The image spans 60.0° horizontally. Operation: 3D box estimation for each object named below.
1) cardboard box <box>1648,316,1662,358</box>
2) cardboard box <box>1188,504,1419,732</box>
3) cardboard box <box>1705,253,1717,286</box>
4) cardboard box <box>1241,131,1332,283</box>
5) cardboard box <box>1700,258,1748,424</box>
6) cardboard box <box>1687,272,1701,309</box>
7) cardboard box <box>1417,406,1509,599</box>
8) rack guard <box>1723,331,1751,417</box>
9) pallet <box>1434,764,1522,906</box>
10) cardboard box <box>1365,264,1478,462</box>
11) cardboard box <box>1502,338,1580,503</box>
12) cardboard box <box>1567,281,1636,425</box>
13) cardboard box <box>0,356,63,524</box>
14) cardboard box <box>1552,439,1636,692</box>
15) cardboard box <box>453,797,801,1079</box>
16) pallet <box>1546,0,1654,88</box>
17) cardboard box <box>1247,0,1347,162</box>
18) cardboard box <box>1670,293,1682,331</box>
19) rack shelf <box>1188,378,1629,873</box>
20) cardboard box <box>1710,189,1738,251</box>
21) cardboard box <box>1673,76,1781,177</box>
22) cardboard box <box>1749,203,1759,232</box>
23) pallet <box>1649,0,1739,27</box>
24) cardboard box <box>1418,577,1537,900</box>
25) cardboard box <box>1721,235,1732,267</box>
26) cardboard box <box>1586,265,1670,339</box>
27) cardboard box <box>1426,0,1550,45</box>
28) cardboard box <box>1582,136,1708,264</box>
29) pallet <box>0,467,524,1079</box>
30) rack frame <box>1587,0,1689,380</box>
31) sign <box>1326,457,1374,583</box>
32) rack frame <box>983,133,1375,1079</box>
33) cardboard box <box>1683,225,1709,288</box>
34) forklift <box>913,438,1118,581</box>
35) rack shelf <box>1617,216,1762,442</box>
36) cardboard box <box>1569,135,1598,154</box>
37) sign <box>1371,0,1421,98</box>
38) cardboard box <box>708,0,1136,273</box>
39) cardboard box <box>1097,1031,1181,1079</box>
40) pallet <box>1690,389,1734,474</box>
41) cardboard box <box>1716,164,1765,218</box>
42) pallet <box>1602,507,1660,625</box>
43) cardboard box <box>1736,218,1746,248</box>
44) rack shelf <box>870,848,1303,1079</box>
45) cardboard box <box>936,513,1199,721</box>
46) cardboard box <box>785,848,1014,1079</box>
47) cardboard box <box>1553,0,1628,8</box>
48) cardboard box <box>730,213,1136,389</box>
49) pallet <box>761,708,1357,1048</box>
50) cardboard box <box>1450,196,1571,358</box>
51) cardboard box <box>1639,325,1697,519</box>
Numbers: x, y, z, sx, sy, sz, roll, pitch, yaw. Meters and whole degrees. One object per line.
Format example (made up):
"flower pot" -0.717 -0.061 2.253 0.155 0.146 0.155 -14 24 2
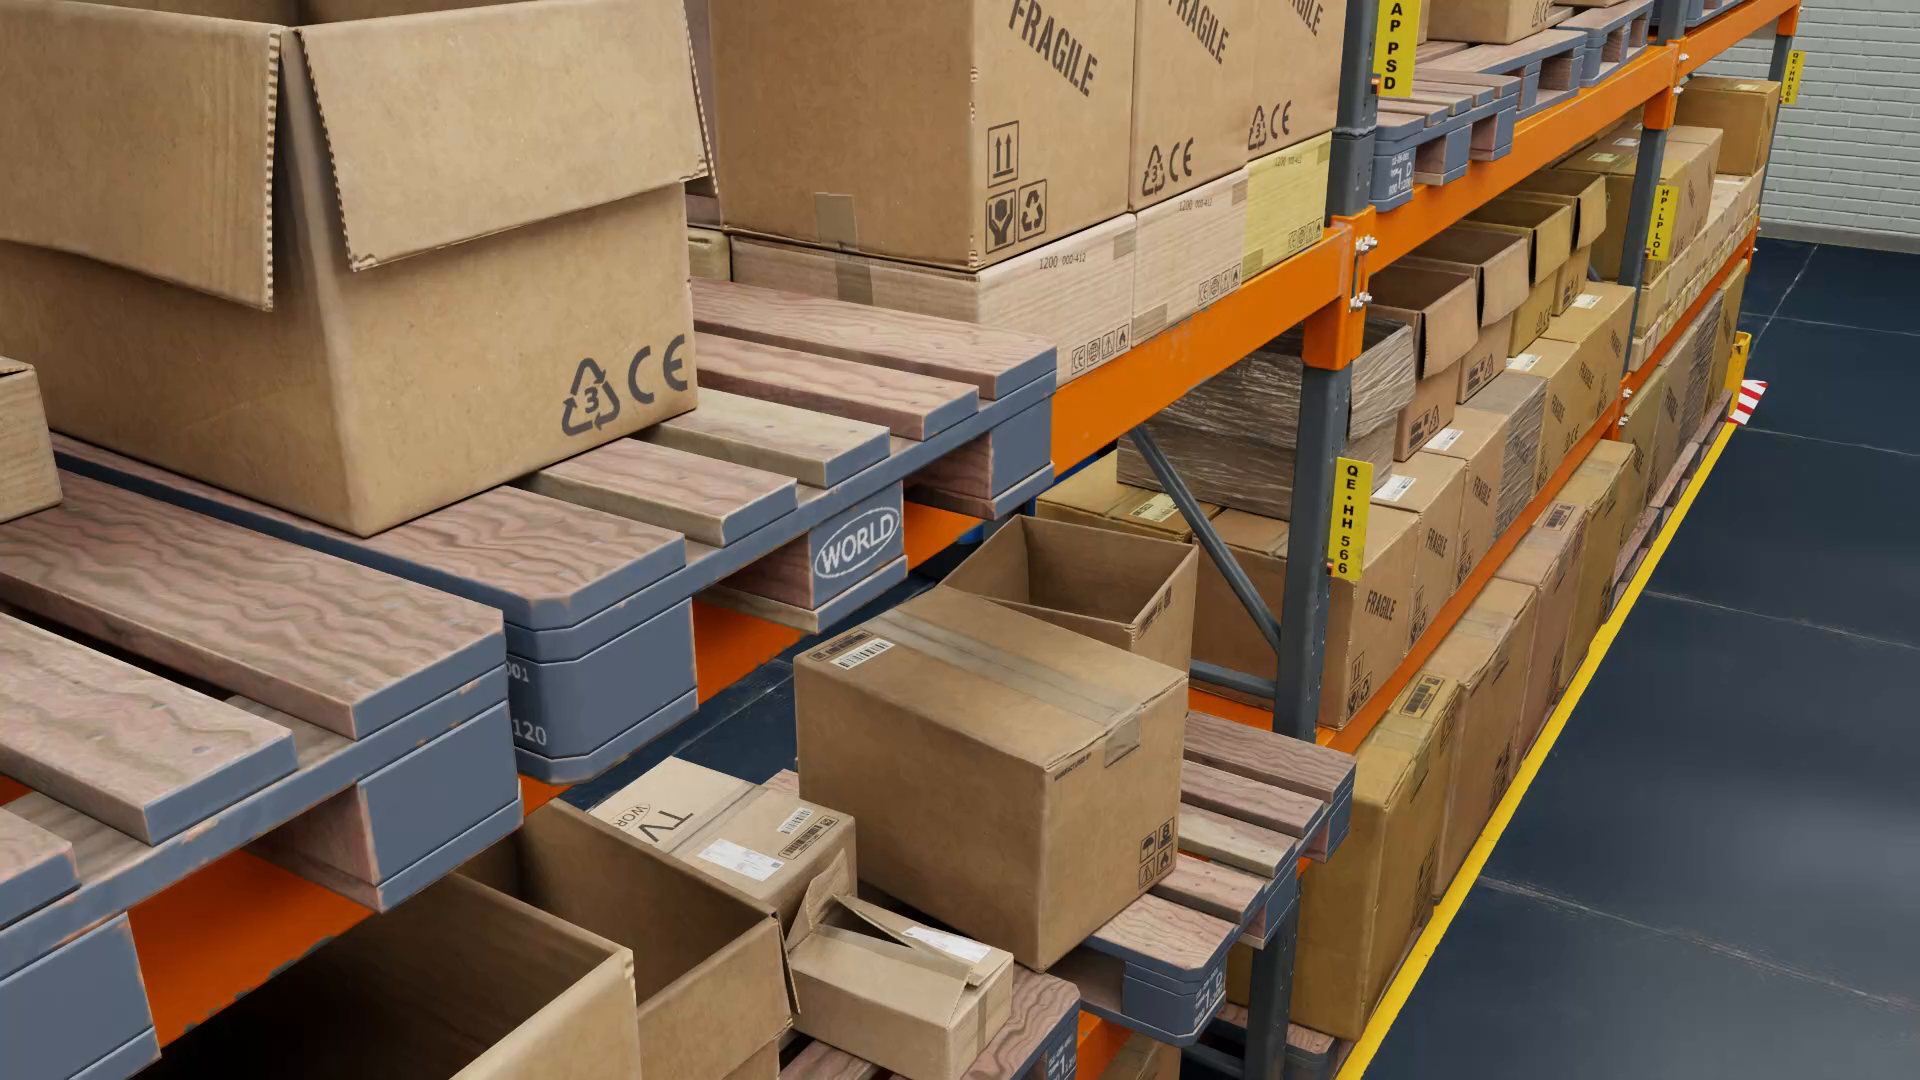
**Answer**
"cardboard box" 3.209 -1.019 8.145 0.380 0.149 0.250 13 27 27
"cardboard box" 1.009 0.182 4.929 0.500 0.500 0.500 15 27 30
"cardboard box" 4.027 -1.545 9.360 0.380 0.149 0.250 14 27 30
"cardboard box" 0.479 -0.761 3.646 0.500 0.250 0.500 14 27 29
"cardboard box" 4.472 -1.351 10.740 0.875 0.875 0.875 14 27 29
"cardboard box" 3.753 -1.368 8.951 0.380 0.149 0.250 14 27 30
"cardboard box" 1.547 -0.167 5.733 0.500 0.500 0.500 13 27 28
"rack guard" 4.754 -1.227 11.454 1.175 0.500 0.348 14 27 29
"pallet" 1.646 0.954 6.781 1.003 0.211 1.213 14 27 29
"cardboard box" 1.267 -0.635 5.552 0.797 0.503 0.637 15 27 30
"cardboard box" 2.080 -0.503 6.510 0.500 0.500 0.500 14 27 28
"cardboard box" 2.617 -0.846 7.304 0.500 0.500 0.500 14 27 29
"cardboard box" -1.177 -0.161 1.712 0.396 0.266 0.258 15 28 31
"cardboard box" 2.311 -0.013 7.650 1.225 0.875 0.875 14 27 29
"cardboard box" -0.752 0.840 2.875 0.797 0.503 0.637 17 29 34
"pallet" 2.190 -1.985 6.524 0.805 0.209 1.217 13 26 27
"cardboard box" 0.482 -1.104 3.494 0.500 0.500 0.500 15 27 30
"cardboard box" 3.484 -1.197 8.556 0.380 0.149 0.250 13 27 28
"rack shelf" 1.577 -0.010 6.404 1.077 0.370 4.000 14 27 29
"cardboard box" 4.175 -1.871 9.611 0.500 0.250 0.500 13 27 27
"cardboard box" 4.708 -2.558 10.254 0.500 0.500 0.500 14 27 30
"cardboard box" 4.833 -2.061 10.552 0.380 0.149 0.250 14 27 30
"pallet" 3.072 -2.625 7.875 1.003 0.211 1.213 14 27 29
"cardboard box" 1.380 0.589 6.260 1.225 0.875 0.875 14 27 29
"cardboard box" 4.296 -1.716 9.755 0.380 0.149 0.250 13 27 28
"cardboard box" 3.102 -1.187 8.031 0.500 0.250 0.500 13 27 28
"cardboard box" 1.581 -1.976 5.605 0.797 0.503 0.637 13 27 28
"cardboard box" 3.368 -1.700 8.272 0.500 0.500 0.500 14 27 29
"pallet" -1.172 0.208 1.454 1.213 0.211 1.003 14 27 29
"rack frame" 2.632 -1.016 7.820 1.000 3.000 0.127 14 27 29
"sign" 0.988 -0.050 4.232 0.100 0.325 0.005 14 27 29
"rack frame" 0.522 0.334 4.702 1.000 3.000 0.127 14 27 29
"cardboard box" 3.637 -1.530 8.822 0.500 0.250 0.500 15 27 30
"forklift" 0.683 -1.604 9.265 1.130 2.935 3.031 21 31 39
"rack shelf" 3.687 -1.360 9.523 1.077 0.370 4.000 14 27 29
"cardboard box" 2.915 -1.807 8.519 0.500 0.500 0.500 14 27 29
"sign" 0.982 -1.165 3.739 0.100 0.325 0.005 14 27 29
"cardboard box" -0.053 -0.765 2.710 0.500 0.500 0.500 14 27 30
"cardboard box" 0.185 1.510 4.579 0.700 0.500 0.500 12 26 26
"pallet" 4.386 -0.800 10.832 1.003 0.211 1.213 14 27 29
"cardboard box" 4.711 -2.214 10.403 0.500 0.250 0.500 13 27 28
"pallet" 3.099 0.024 8.929 1.003 0.211 1.213 14 27 29
"cardboard box" 4.564 -1.888 10.152 0.380 0.149 0.250 14 27 29
"rack shelf" -0.533 1.340 3.285 1.077 0.370 4.000 14 27 29
"cardboard box" 0.271 0.286 4.158 0.500 0.500 0.500 10 25 23
"cardboard box" -0.129 0.823 3.214 0.396 0.266 0.258 13 27 27
"cardboard box" 2.334 -2.433 6.664 0.700 0.500 0.500 15 27 30
"cardboard box" -0.038 -0.422 2.863 0.500 0.250 0.500 15 27 30
"pallet" 0.236 0.685 4.133 1.213 0.211 1.003 14 27 29
"cardboard box" 1.930 -1.075 6.570 0.797 0.503 0.637 14 27 30
"cardboard box" 3.522 -0.743 9.337 0.875 0.875 0.875 14 27 29
